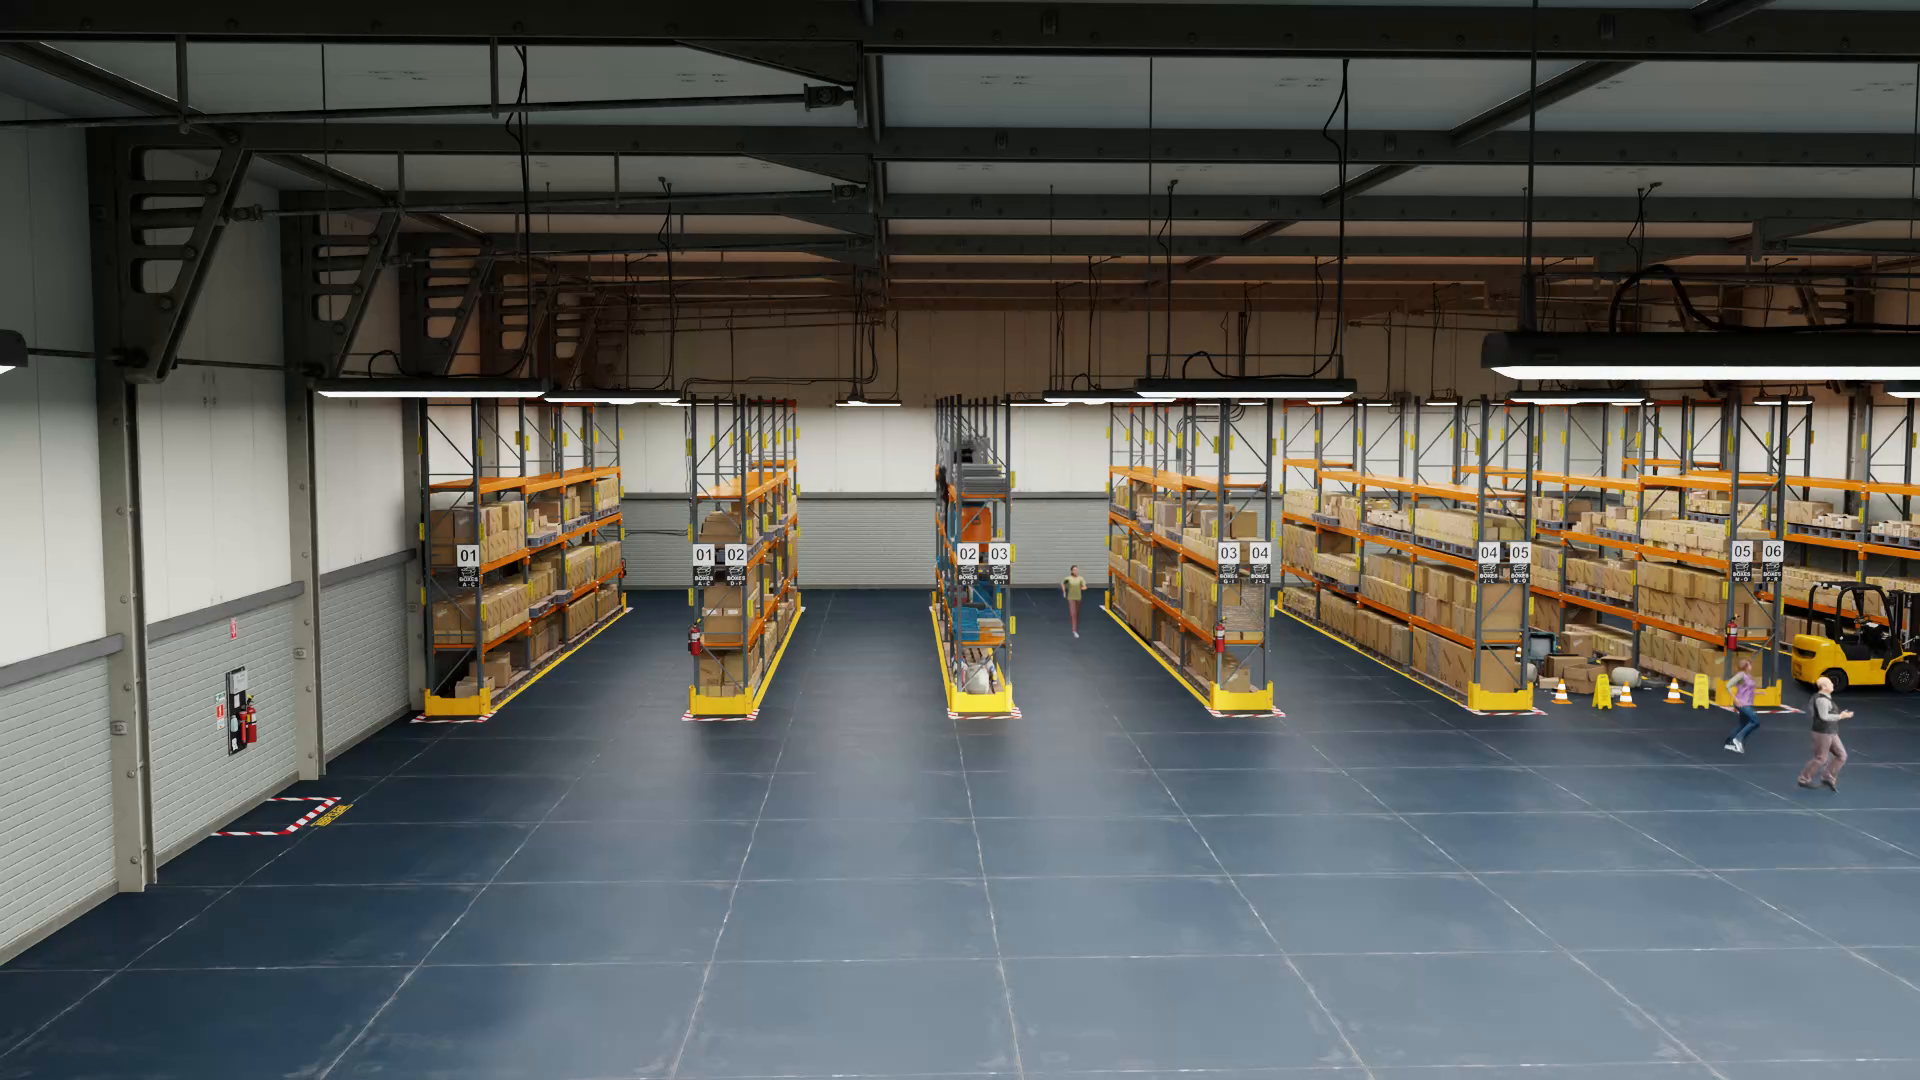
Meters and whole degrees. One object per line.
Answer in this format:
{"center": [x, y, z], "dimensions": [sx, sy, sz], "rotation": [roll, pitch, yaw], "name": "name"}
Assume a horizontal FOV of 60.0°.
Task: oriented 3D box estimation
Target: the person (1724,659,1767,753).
{"center": [13.018, 2.750, 27.567], "dimensions": [0.639, 1.567, 0.516], "rotation": [4, 6, 39], "name": "person"}

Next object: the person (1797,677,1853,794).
{"center": [12.898, 2.922, 24.765], "dimensions": [0.711, 1.766, 0.637], "rotation": [3, 5, 34], "name": "person"}

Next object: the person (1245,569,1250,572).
{"center": [8.023, 1.282, 45.387], "dimensions": [0.643, 1.775, 0.846], "rotation": [0, 4, 0], "name": "person"}

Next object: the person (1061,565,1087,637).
{"center": [2.749, 1.453, 39.775], "dimensions": [0.570, 1.700, 0.896], "rotation": [-1, 5, -12], "name": "person"}
